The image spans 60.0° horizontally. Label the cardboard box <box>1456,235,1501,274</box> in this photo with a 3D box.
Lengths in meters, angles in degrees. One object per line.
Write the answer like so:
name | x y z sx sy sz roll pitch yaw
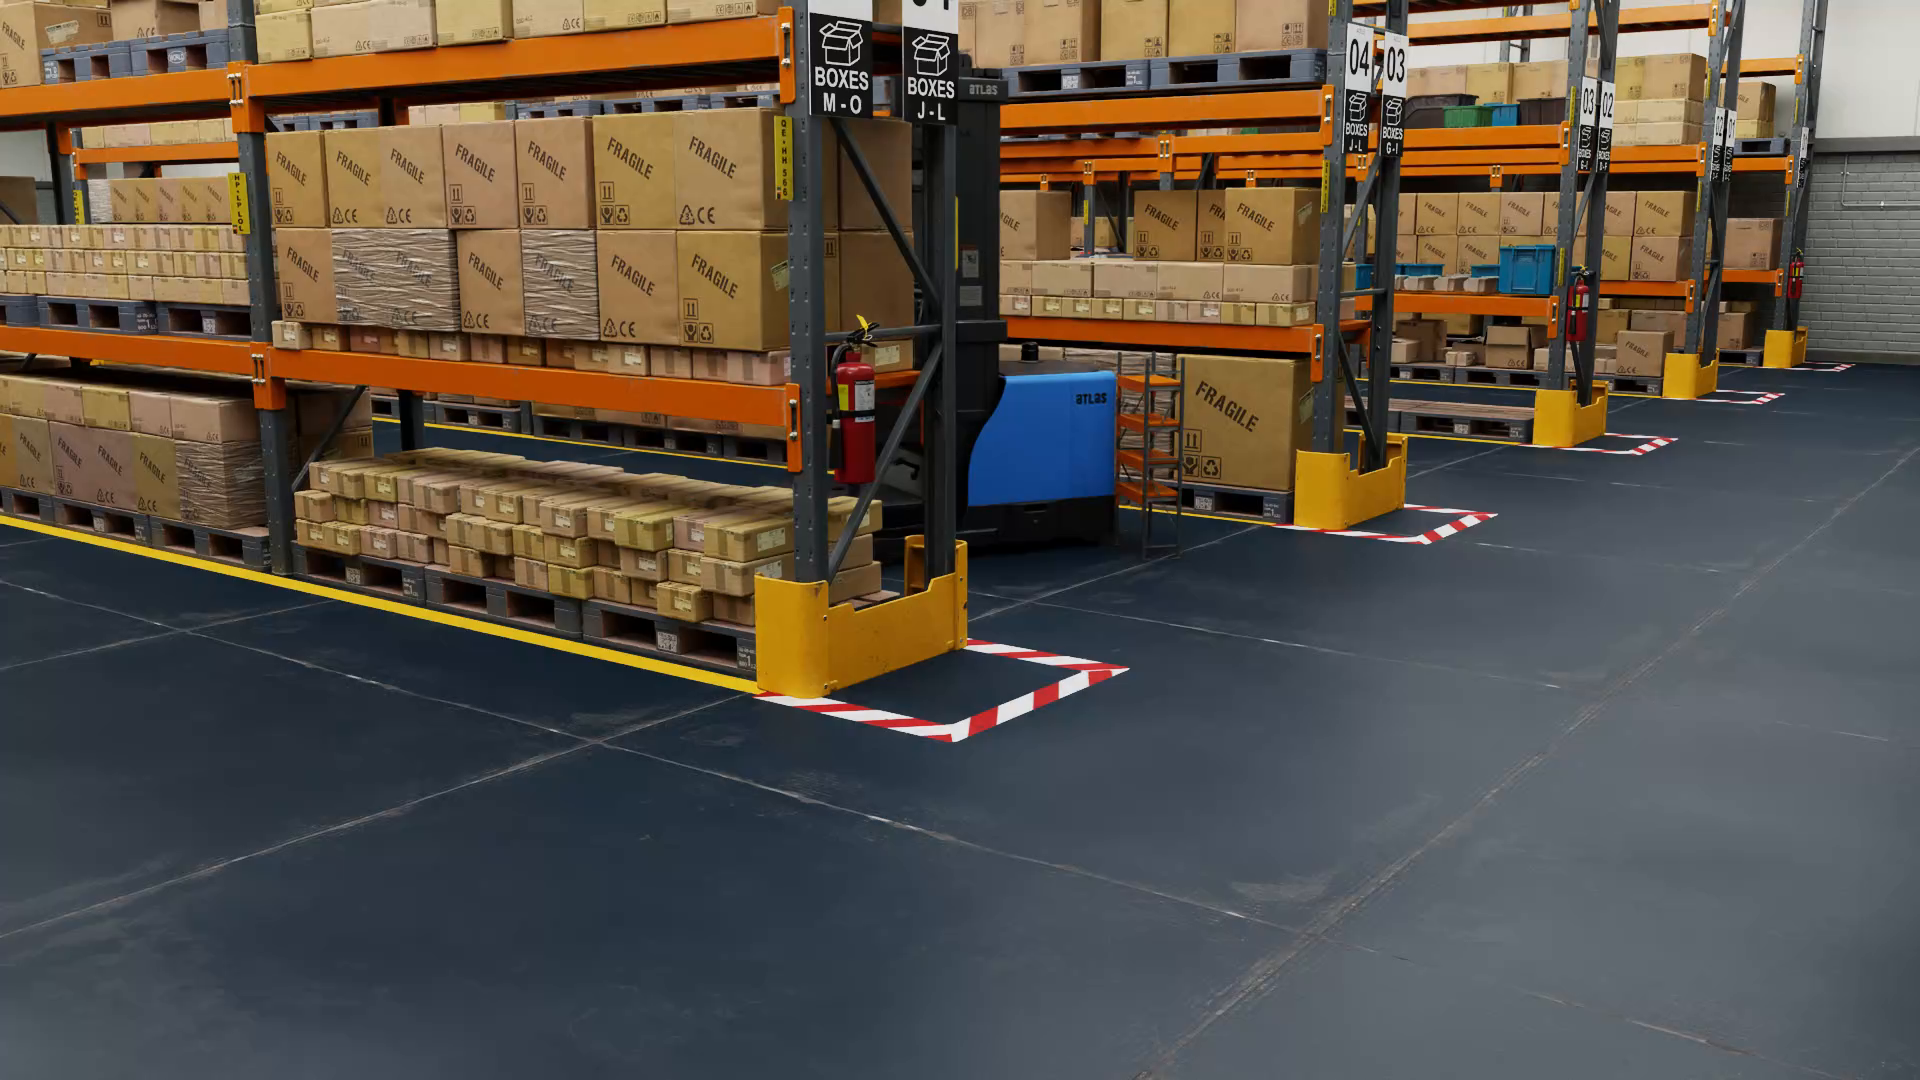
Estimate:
cardboard box | 6.364 -3.444 20.170 0.500 0.500 0.500 8 13 35

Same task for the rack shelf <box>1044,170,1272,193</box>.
rack shelf | 3.391 -6.160 28.471 4.000 0.370 1.077 8 13 36

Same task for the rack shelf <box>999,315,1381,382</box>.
rack shelf | 1.043 -1.513 12.347 4.000 0.370 1.077 8 13 36

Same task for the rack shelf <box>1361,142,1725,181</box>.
rack shelf | 6.910 -4.502 19.900 4.000 0.370 1.077 8 13 36

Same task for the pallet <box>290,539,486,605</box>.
pallet | -3.024 0.096 9.478 1.213 0.211 1.003 8 13 36

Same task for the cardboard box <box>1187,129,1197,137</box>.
cardboard box | 3.275 -5.419 22.483 0.500 0.500 0.910 8 13 36

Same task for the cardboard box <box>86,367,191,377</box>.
cardboard box | -5.691 -1.048 11.551 0.500 0.250 0.500 8 14 36

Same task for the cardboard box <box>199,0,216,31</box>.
cardboard box | -4.171 -3.109 9.936 0.500 0.311 0.500 8 13 35

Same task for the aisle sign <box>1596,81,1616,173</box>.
aisle sign | 5.820 -3.713 14.983 0.004 0.787 0.394 8 13 36

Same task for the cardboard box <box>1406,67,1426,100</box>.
cardboard box | 5.712 -5.571 20.637 0.500 0.500 0.700 8 13 36

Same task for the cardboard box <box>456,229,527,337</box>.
cardboard box | -2.099 -1.272 8.159 0.500 0.500 0.500 9 14 38

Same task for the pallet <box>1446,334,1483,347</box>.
pallet | 7.560 -3.072 25.854 1.213 0.211 1.003 8 13 36

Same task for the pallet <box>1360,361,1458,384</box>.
pallet | 5.851 -2.161 21.143 1.213 0.211 1.003 8 13 36

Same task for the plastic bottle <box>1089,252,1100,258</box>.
plastic bottle | 1.428 -2.878 17.641 0.185 0.351 0.144 8 13 36

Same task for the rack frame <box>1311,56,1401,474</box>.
rack frame | 2.655 -1.641 11.117 0.127 3.000 1.000 8 13 36

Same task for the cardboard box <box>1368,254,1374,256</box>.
cardboard box | 6.581 -4.428 26.131 0.250 0.149 0.380 8 14 37

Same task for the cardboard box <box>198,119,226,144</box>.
cardboard box | -7.954 -4.461 18.190 0.500 0.250 0.500 8 14 37

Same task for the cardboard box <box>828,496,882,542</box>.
cardboard box | -0.584 -0.103 7.998 0.250 0.149 0.380 7 13 33

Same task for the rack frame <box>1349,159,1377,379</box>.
rack frame | 5.298 -3.607 21.278 0.127 3.000 1.000 8 13 36

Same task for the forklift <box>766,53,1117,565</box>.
forklift | -0.575 -1.390 9.996 3.031 2.935 1.130 -5 12 -24

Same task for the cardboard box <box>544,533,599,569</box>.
cardboard box | -1.802 0.024 8.125 0.250 0.149 0.380 8 14 36

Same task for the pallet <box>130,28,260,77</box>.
pallet | -4.021 -2.809 9.751 1.003 0.211 1.213 8 13 36

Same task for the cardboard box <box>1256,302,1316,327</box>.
cardboard box | 2.173 -1.508 11.087 0.250 0.149 0.380 8 14 37

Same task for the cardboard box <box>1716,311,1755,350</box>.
cardboard box | 10.827 -2.959 23.401 0.500 0.500 0.700 8 13 36

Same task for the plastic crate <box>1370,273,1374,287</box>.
plastic crate | 3.944 -2.600 16.606 0.466 0.136 0.293 8 13 36

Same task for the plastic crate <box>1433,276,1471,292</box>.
plastic crate | 4.597 -2.398 15.566 0.243 0.136 0.396 8 13 36

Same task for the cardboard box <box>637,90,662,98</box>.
cardboard box | -2.511 -4.128 14.702 0.500 0.500 0.500 9 14 39

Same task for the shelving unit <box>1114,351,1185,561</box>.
shelving unit | 1.139 -0.517 10.042 0.258 1.200 0.503 -3 11 -14

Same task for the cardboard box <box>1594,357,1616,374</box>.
cardboard box | 7.664 -2.065 19.609 0.250 0.166 0.380 8 13 36

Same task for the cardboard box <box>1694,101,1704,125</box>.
cardboard box | 8.262 -4.900 19.140 0.500 0.250 0.500 8 13 36

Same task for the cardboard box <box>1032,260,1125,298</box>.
cardboard box | 0.866 -1.900 12.065 0.500 0.250 0.500 8 14 36

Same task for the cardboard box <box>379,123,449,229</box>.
cardboard box | -2.552 -1.824 8.381 0.500 0.500 0.500 8 14 36

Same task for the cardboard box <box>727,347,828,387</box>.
cardboard box | -0.792 -0.763 7.240 0.250 0.149 0.380 8 14 36

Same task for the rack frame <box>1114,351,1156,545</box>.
rack frame | 1.081 -0.562 10.275 0.240 1.200 0.015 -3 11 -14

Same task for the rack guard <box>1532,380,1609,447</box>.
rack guard | 5.614 -1.172 15.270 0.348 0.500 1.175 8 13 36

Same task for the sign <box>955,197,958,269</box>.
sign | -0.041 -1.402 7.598 0.005 0.325 0.100 8 13 36

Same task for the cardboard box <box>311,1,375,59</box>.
cardboard box | -2.960 -2.595 8.543 0.500 0.250 0.500 8 13 35

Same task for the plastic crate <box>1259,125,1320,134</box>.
plastic crate | 3.202 -4.076 16.149 0.590 0.269 0.497 8 13 36

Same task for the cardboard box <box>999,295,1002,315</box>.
cardboard box | 0.316 -1.767 12.425 0.250 0.149 0.380 8 13 35

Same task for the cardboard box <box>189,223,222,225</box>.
cardboard box | -8.188 -3.348 18.892 0.500 0.500 0.875 8 13 36

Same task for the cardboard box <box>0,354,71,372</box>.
cardboard box | -7.248 -0.977 12.499 0.750 0.750 1.050 8 13 35

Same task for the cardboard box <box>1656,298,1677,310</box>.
cardboard box | 10.231 -3.407 24.012 0.250 0.149 0.380 8 14 36

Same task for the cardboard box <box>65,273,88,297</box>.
cardboard box | -5.499 -1.646 10.695 0.250 0.149 0.380 8 14 36

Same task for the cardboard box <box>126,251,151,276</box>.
cardboard box | -4.867 -1.704 10.212 0.250 0.149 0.380 7 13 33

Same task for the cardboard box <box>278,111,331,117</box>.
cardboard box | -6.697 -4.652 17.404 0.637 0.503 0.797 7 13 33

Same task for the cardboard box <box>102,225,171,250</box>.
cardboard box | -5.076 -1.880 10.339 0.250 0.149 0.380 7 13 33

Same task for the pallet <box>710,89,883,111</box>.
pallet | -1.337 -3.565 13.668 1.217 0.209 0.805 7 13 33

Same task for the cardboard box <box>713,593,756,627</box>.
cardboard box | -0.910 0.273 7.622 0.250 0.149 0.380 8 14 36

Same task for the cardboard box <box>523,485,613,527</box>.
cardboard box | -1.959 -0.167 8.327 0.250 0.149 0.380 7 13 34

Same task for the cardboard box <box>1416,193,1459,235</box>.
cardboard box | 5.927 -3.993 20.378 0.500 0.500 0.500 7 13 34

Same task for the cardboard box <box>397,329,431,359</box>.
cardboard box | -2.673 -1.028 8.610 0.250 0.149 0.380 8 14 37

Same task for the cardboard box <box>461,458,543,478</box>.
cardboard box | -2.548 -0.351 9.280 0.250 0.149 0.380 8 14 37

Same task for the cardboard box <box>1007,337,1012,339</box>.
cardboard box | -0.084 -1.168 13.156 0.875 0.875 0.875 8 13 36

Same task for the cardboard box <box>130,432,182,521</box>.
cardboard box | -4.745 -0.424 10.302 0.500 0.500 0.500 8 13 34

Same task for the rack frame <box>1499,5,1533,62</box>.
rack frame | 8.227 -7.311 24.631 0.127 3.000 1.000 8 13 36

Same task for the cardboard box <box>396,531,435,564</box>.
cardboard box | -2.803 0.011 8.974 0.250 0.149 0.380 8 13 34

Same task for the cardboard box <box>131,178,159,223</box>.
cardboard box | -9.156 -3.909 19.161 0.500 0.500 0.500 8 13 36
